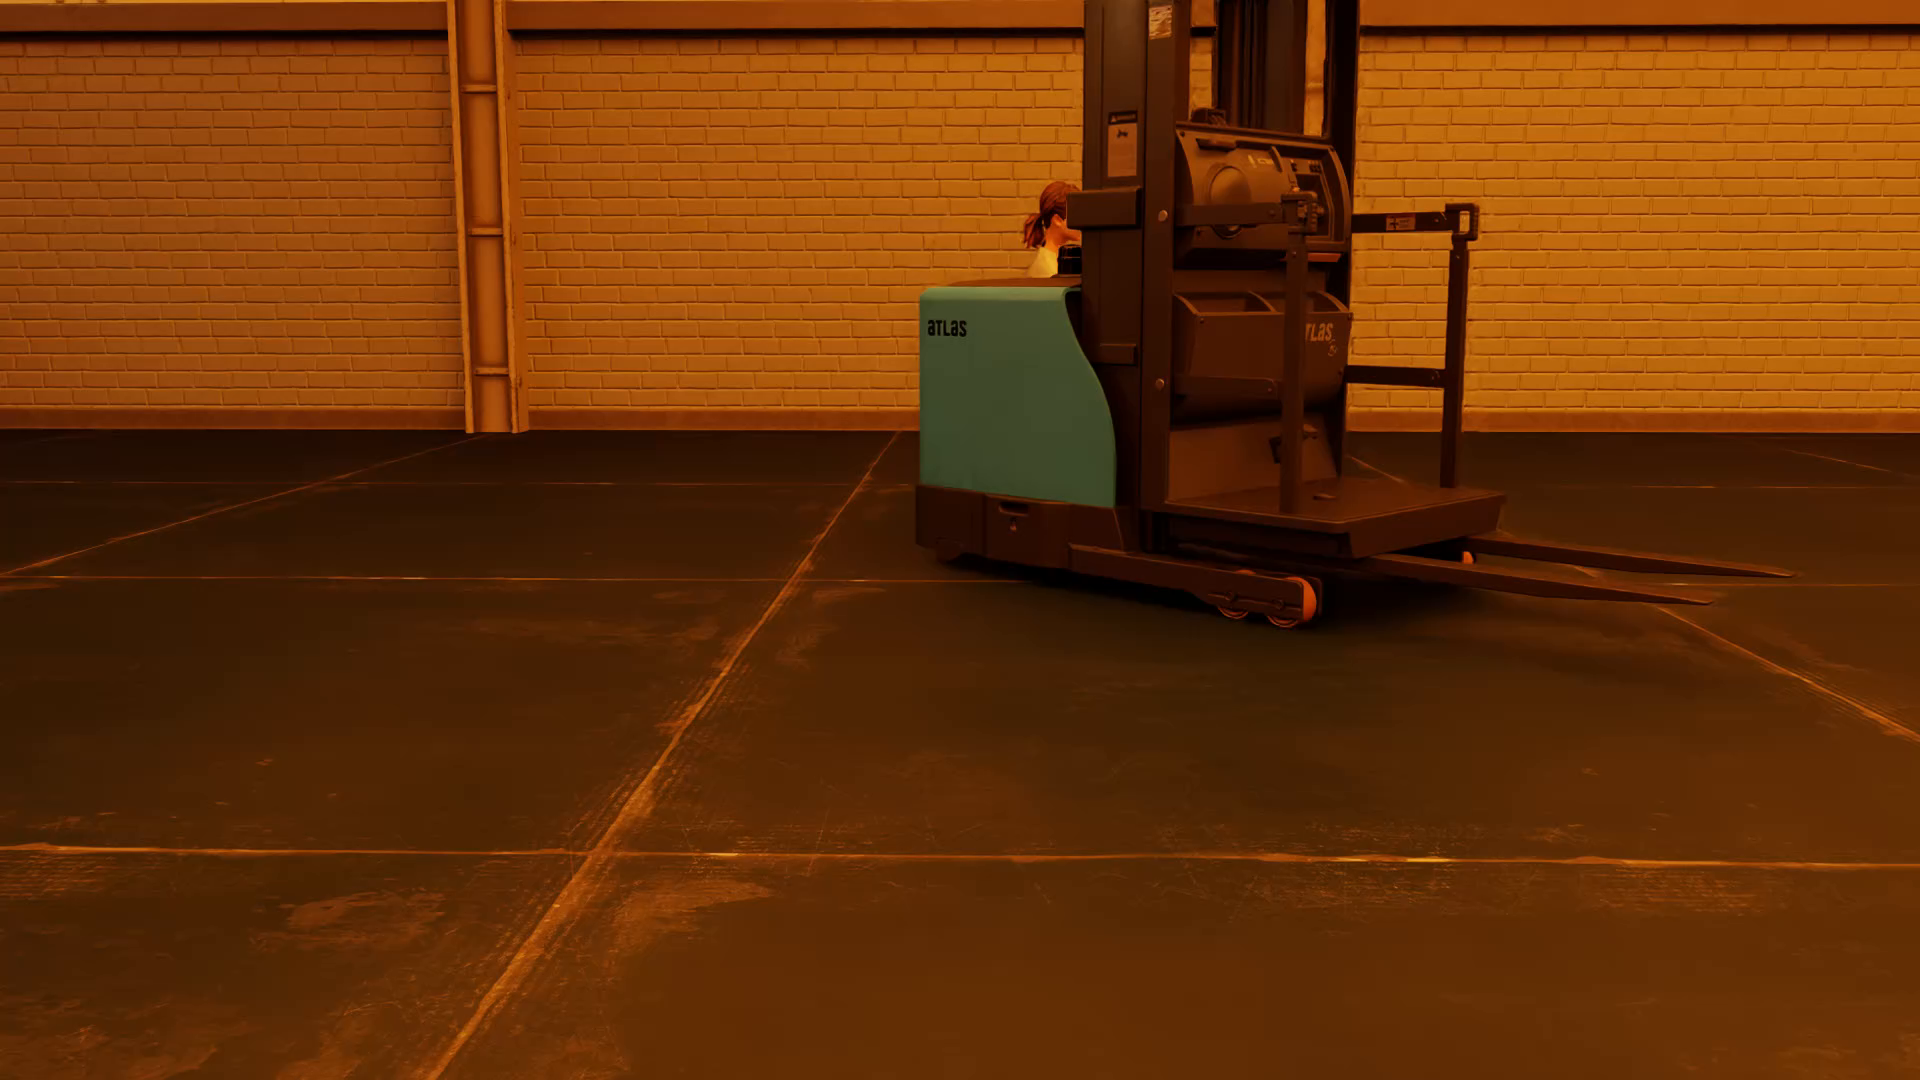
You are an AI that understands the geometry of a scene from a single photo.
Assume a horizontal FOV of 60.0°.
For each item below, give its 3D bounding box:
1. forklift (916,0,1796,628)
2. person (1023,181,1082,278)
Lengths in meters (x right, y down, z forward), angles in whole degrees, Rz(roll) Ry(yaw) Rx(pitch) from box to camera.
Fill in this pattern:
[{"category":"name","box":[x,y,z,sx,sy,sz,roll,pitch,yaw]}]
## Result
[{"category":"forklift","box":[1.215,-1.256,5.641,1.130,2.935,3.031,-8,12,-44]},{"category":"person","box":[0.598,-0.785,7.224,0.697,1.518,0.719,3,9,21]}]
